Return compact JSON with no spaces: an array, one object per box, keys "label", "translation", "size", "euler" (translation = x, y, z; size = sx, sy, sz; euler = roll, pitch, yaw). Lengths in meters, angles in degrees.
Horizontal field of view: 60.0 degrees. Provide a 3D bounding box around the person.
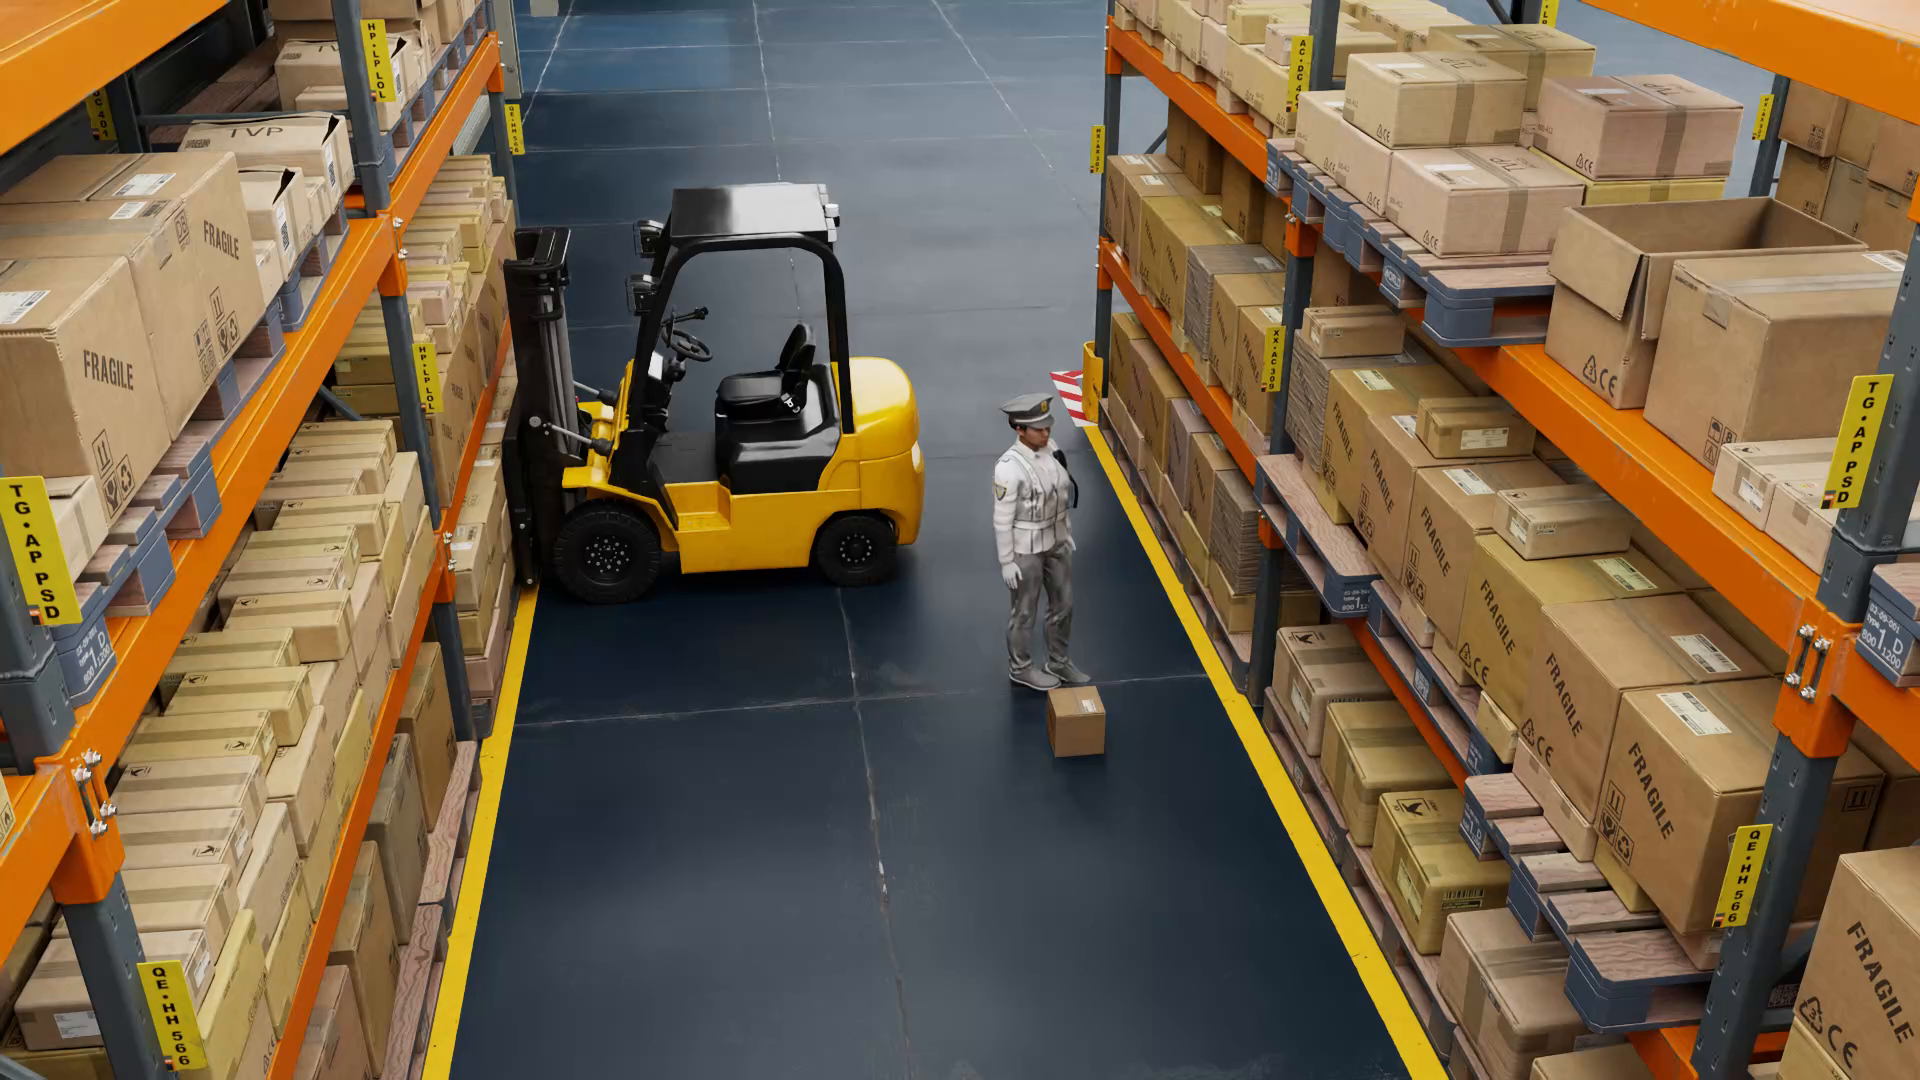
[{"label":"person","translation":[0.422,0.060,8.530],"size":[0.402,1.737,0.539],"euler":[21,34,34]}]
